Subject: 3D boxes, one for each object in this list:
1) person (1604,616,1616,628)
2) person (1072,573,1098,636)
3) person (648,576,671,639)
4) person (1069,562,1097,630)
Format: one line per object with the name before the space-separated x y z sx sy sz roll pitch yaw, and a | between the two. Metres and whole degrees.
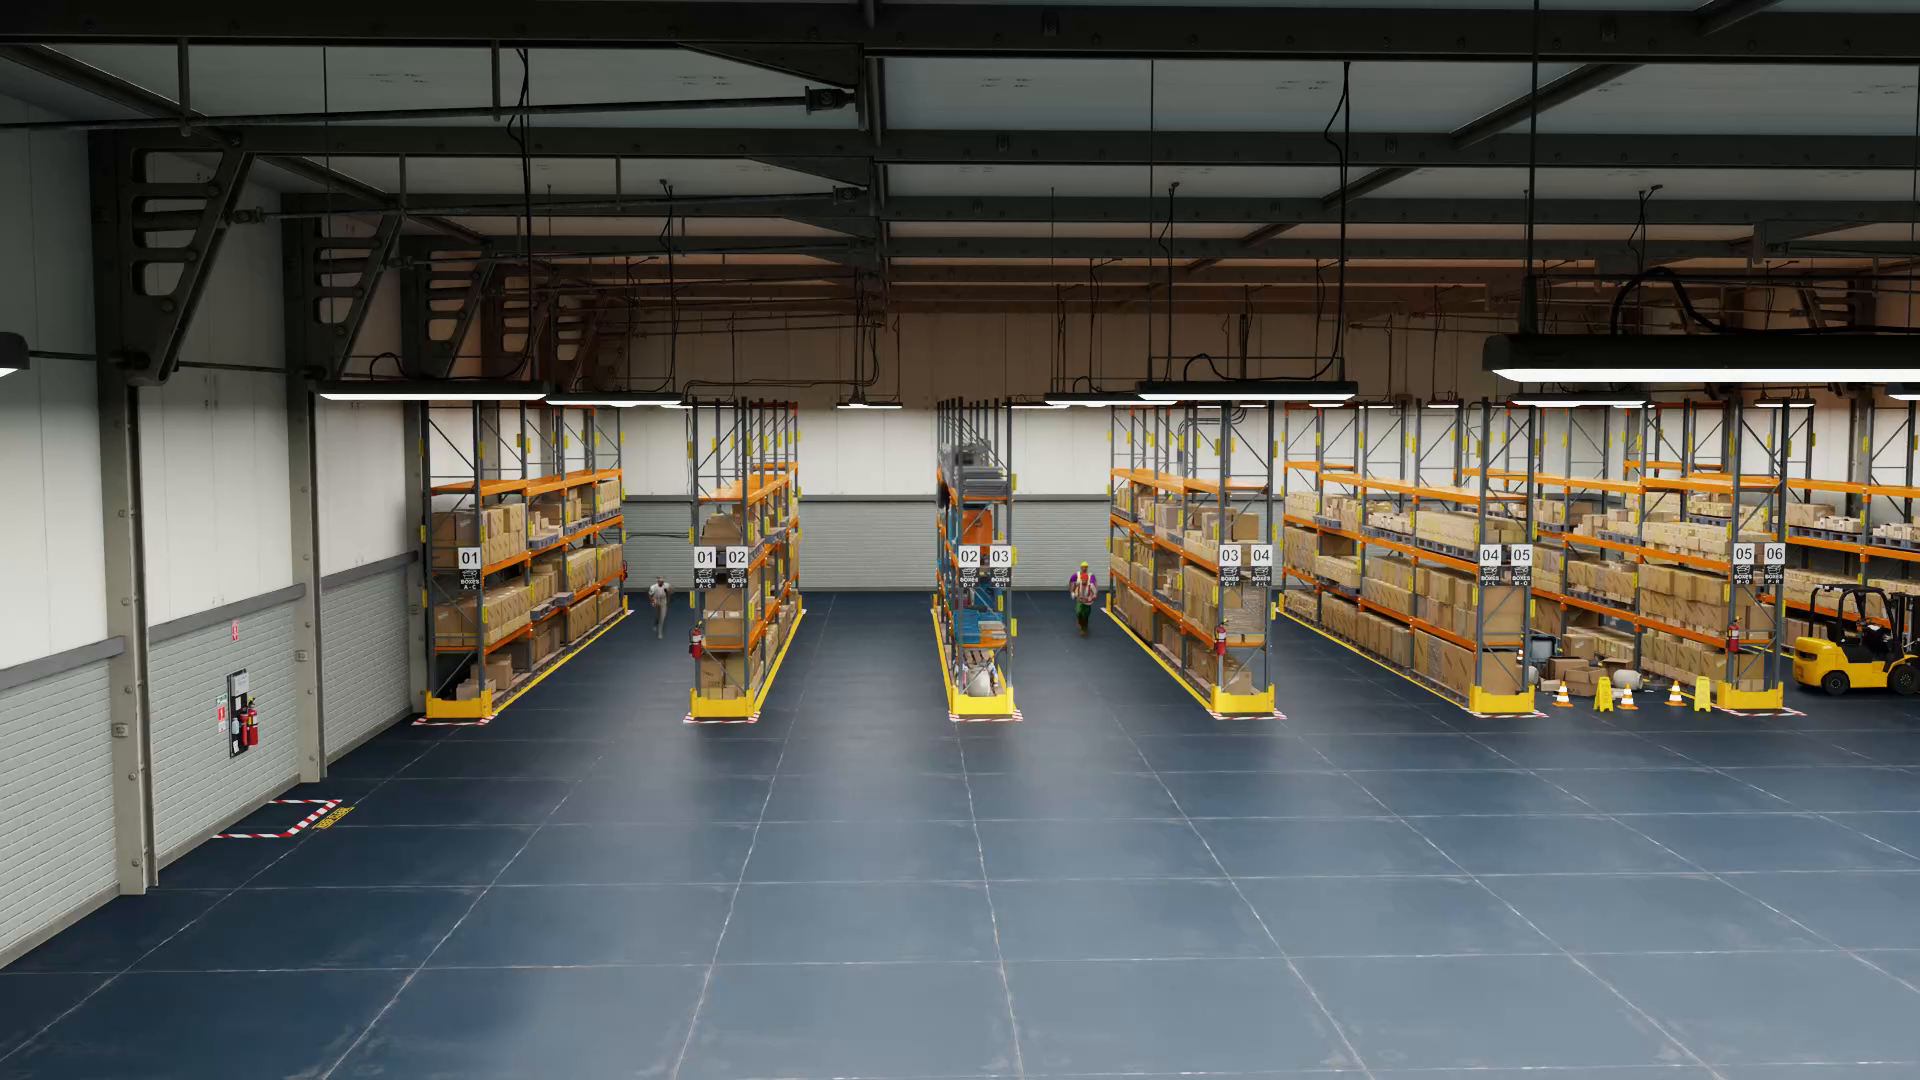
person | 17.024 1.444 43.816 0.678 1.785 0.752 -2 5 -27
person | 3.184 1.614 42.546 0.705 1.595 1.113 1 4 11
person | -7.647 1.685 42.265 0.599 1.630 0.960 -2 5 -22
person | 3.263 1.465 43.777 0.672 1.789 0.726 -1 4 -9
